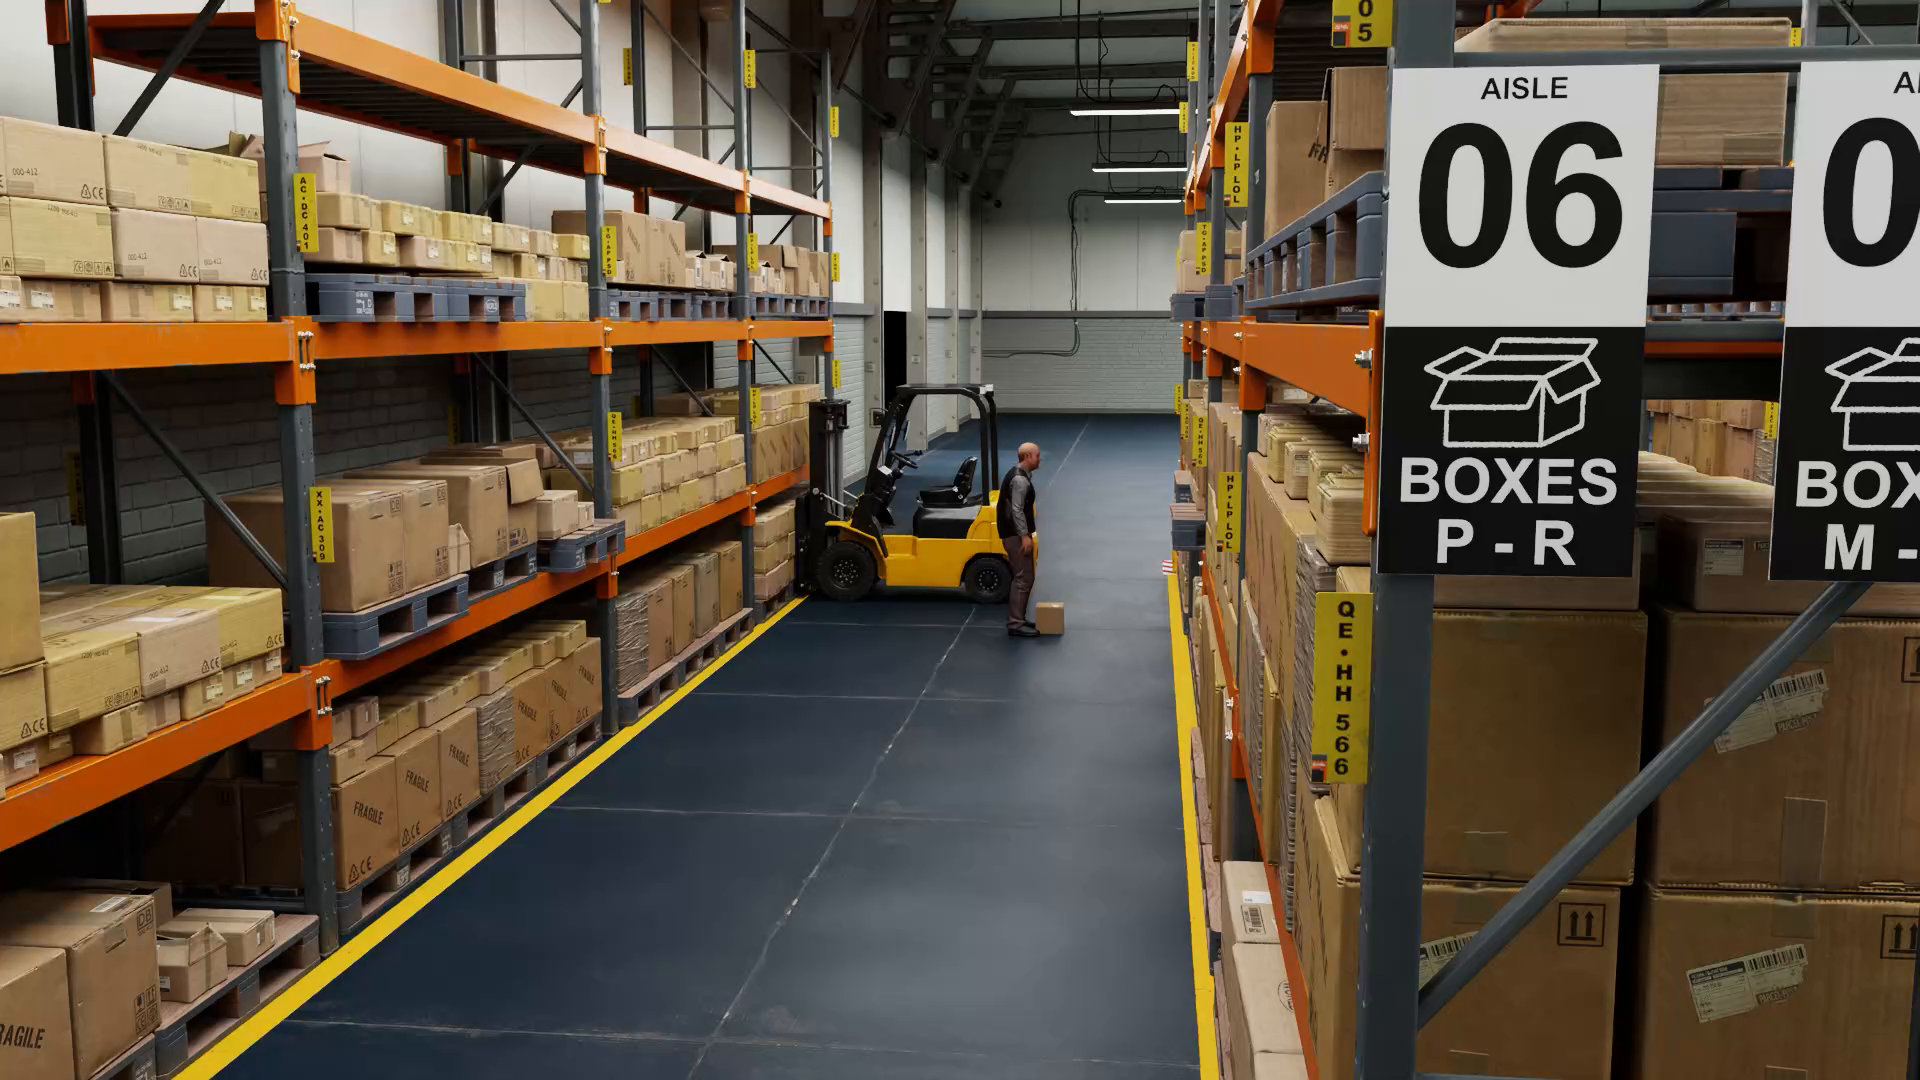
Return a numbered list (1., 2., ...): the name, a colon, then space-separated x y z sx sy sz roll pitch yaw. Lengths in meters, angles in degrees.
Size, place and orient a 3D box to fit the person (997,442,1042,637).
1. person: 0.536 -0.022 15.042 0.412 1.722 0.591 1 8 4
